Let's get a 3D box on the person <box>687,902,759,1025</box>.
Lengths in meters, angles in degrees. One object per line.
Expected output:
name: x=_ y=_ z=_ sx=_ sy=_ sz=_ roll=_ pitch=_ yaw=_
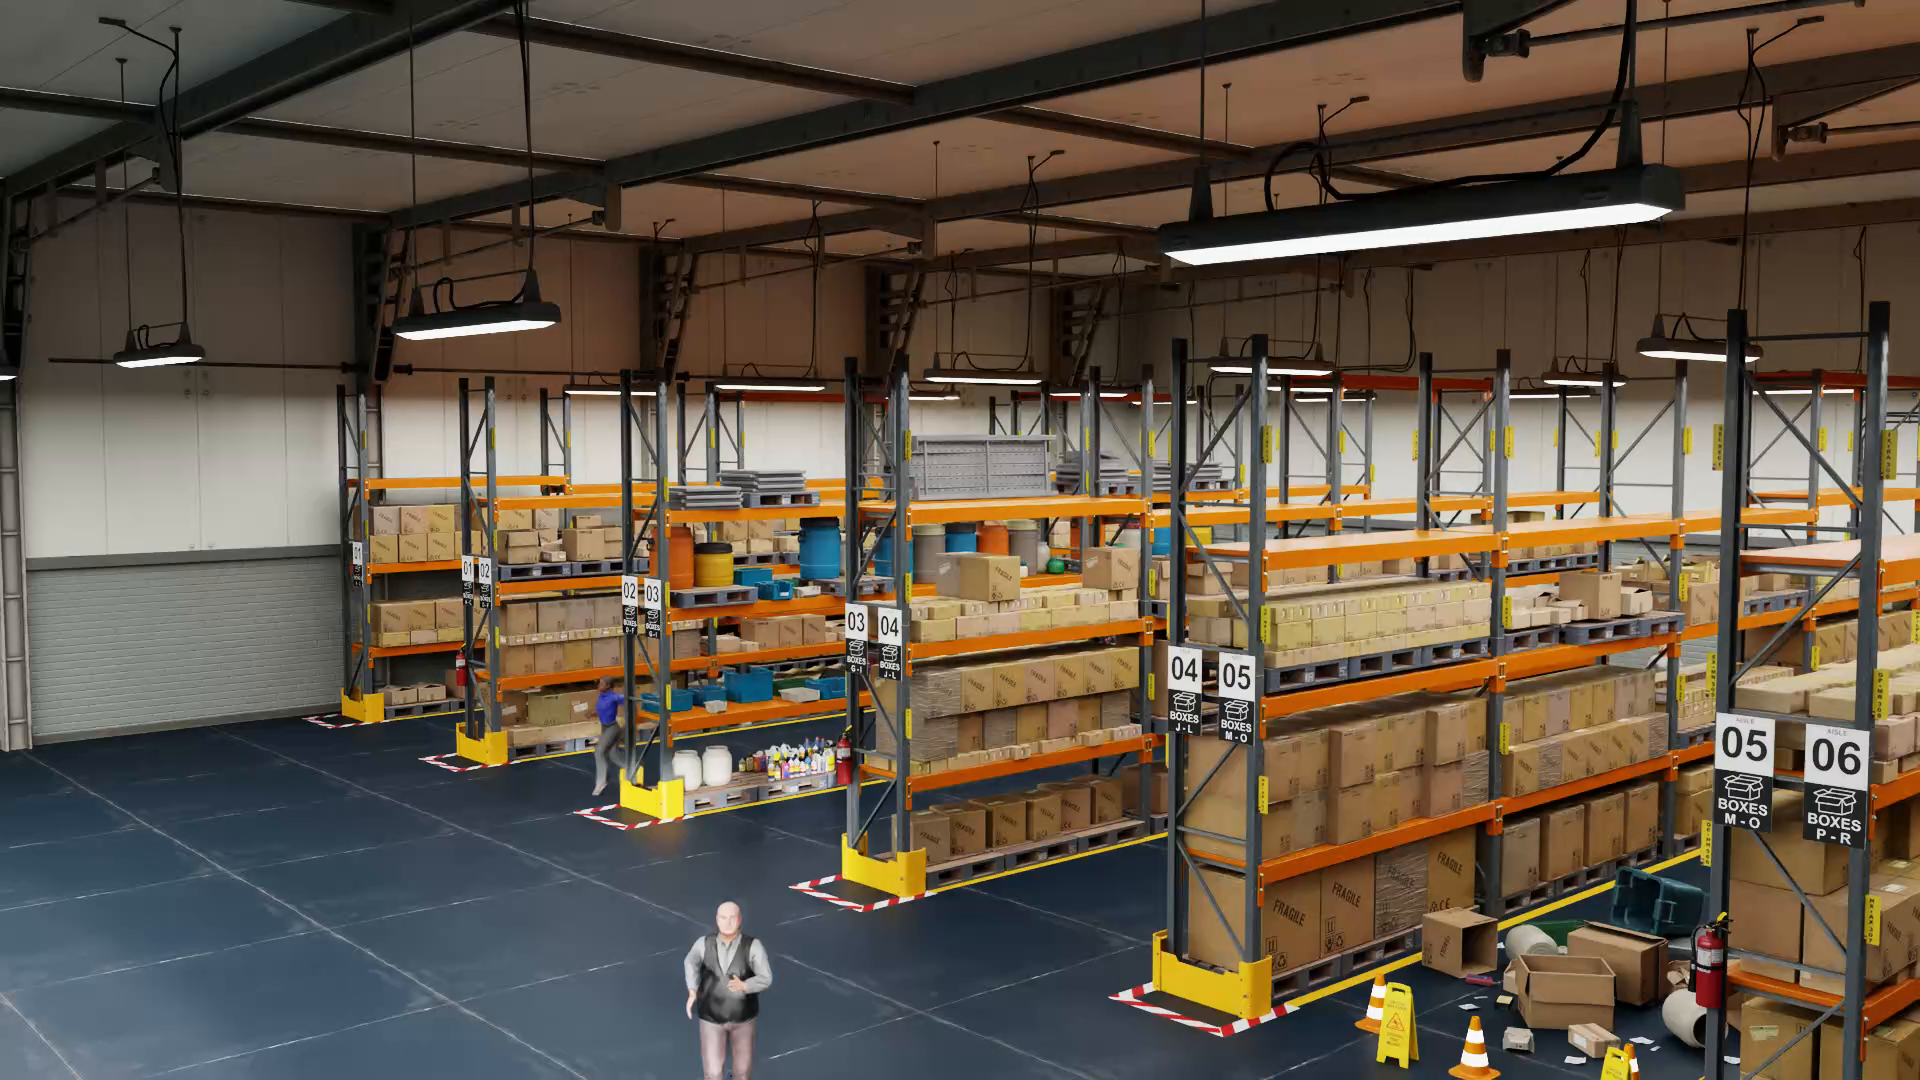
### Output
person: x=-1.717 y=3.495 z=12.053 sx=0.522 sy=1.753 sz=0.877 roll=-1 pitch=4 yaw=-8

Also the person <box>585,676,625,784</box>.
person: x=-5.001 y=2.701 z=23.899 sx=0.782 sy=1.522 sz=0.590 roll=-3 pitch=5 yaw=-37

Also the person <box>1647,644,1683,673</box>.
person: x=12.037 y=2.504 z=28.324 sx=0.618 sy=1.615 sz=0.468 roll=0 pitch=4 yaw=5
